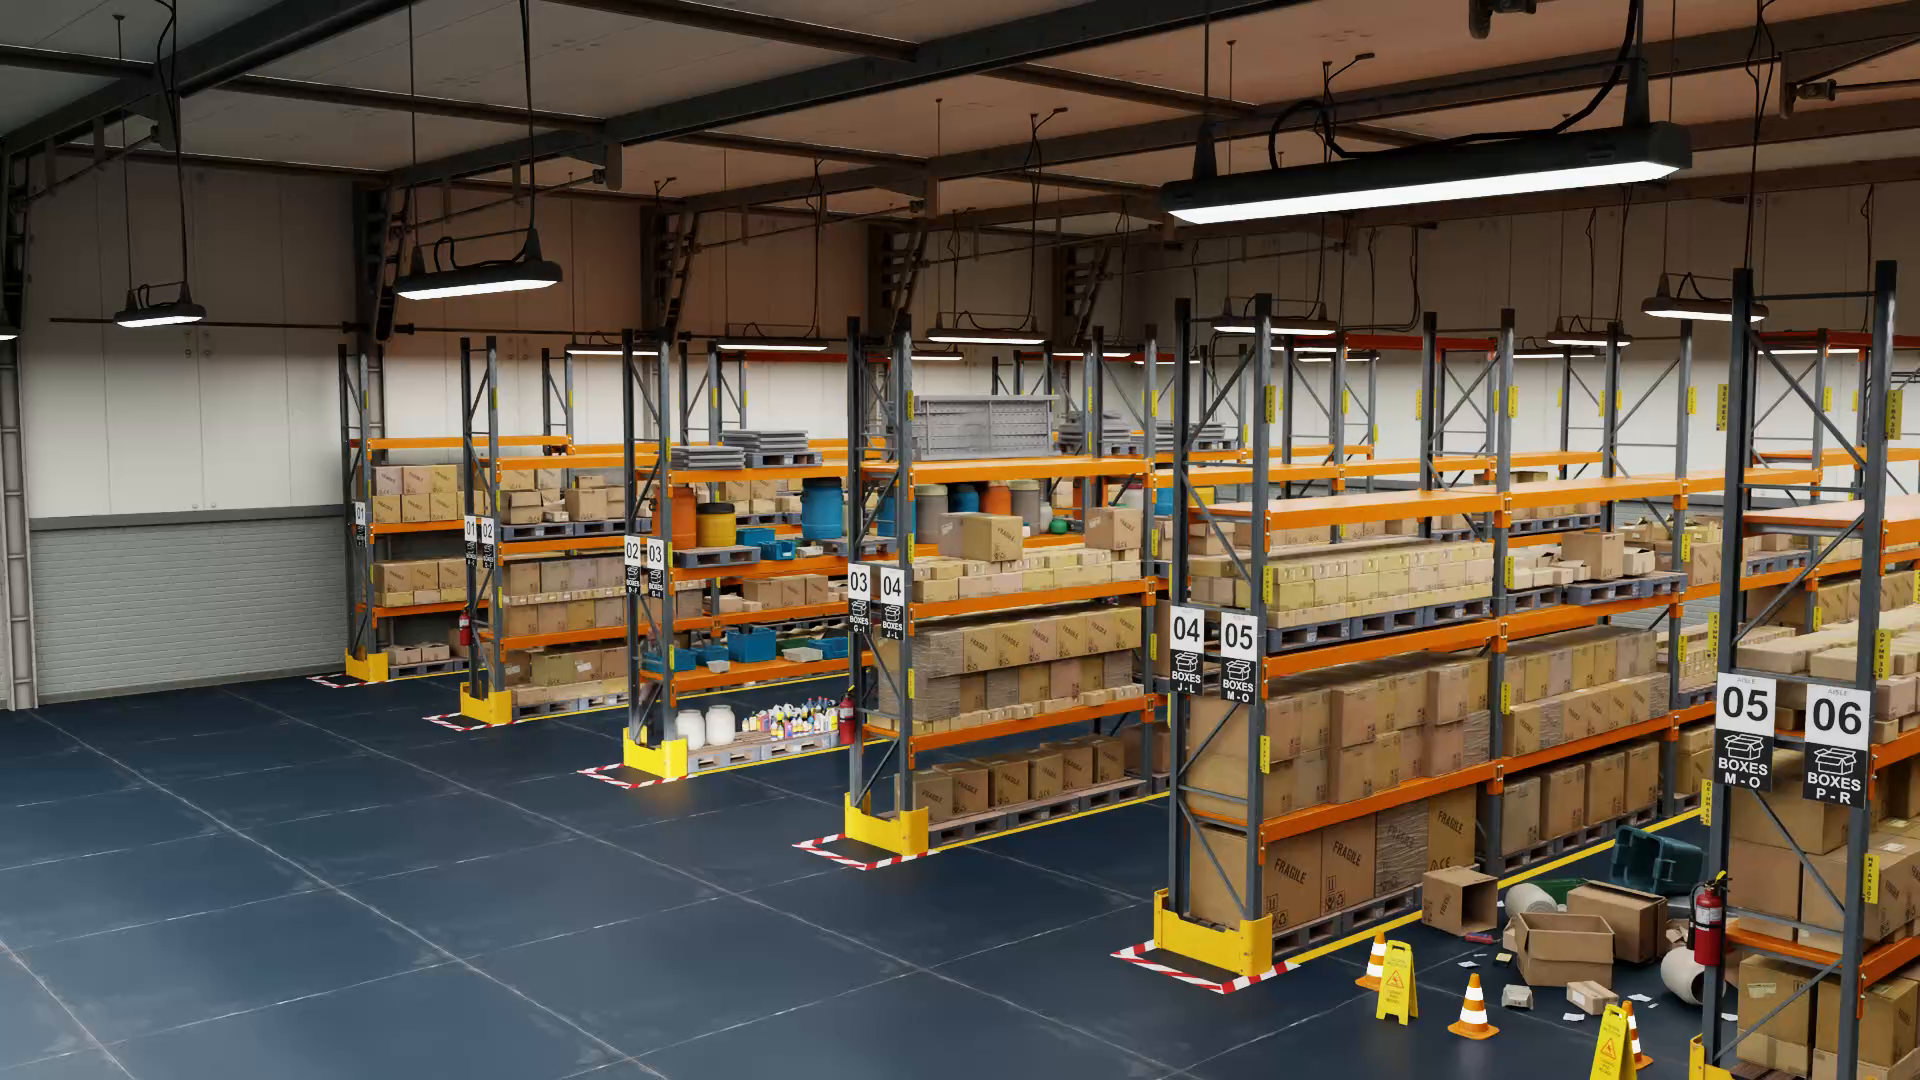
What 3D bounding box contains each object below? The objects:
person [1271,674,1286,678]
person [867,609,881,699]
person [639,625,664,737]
[{"bbox_3d":[4.243,2.470,21.002,0.713,1.731,1.030,5,7,43],"label":"person"},{"bbox_3d":[-1.277,1.830,28.090,0.744,1.678,0.560,-5,7,-41],"label":"person"},{"bbox_3d":[-4.560,2.102,24.963,0.638,1.697,0.830,1,5,11],"label":"person"}]
